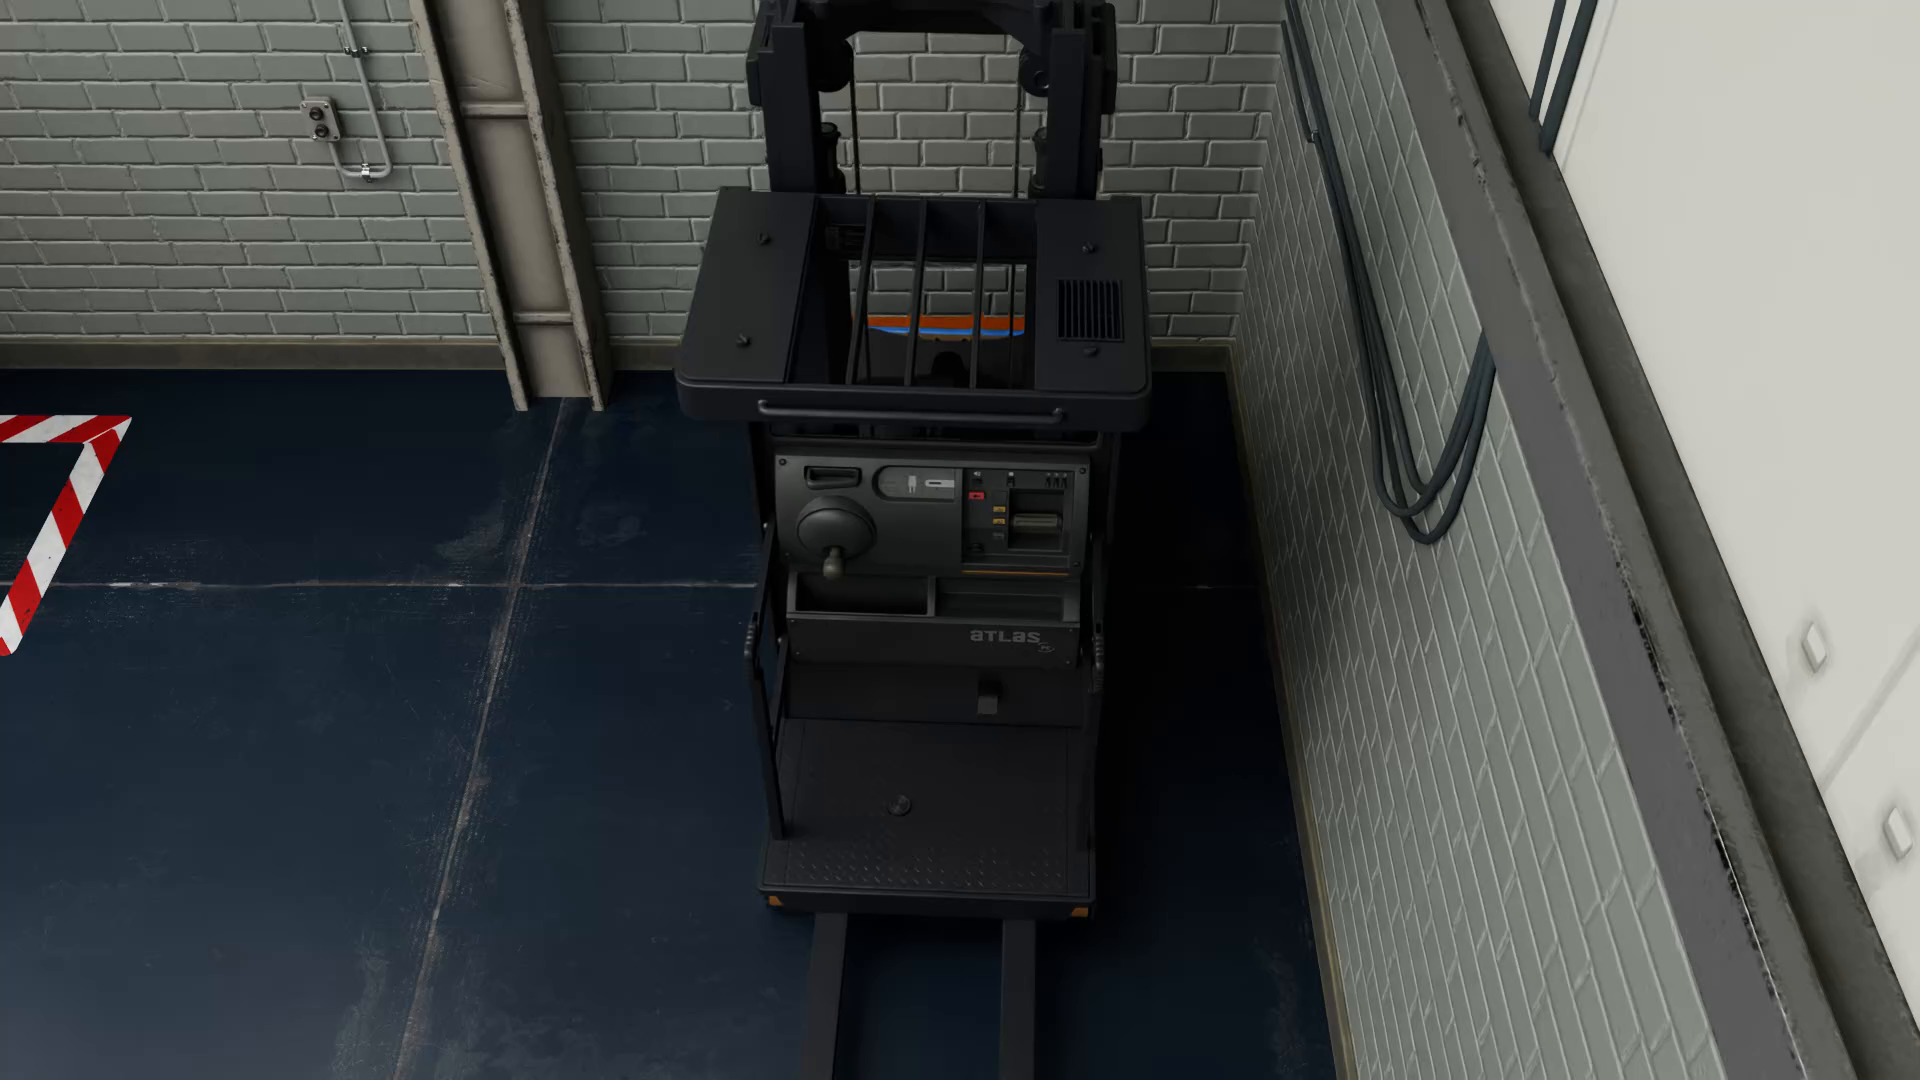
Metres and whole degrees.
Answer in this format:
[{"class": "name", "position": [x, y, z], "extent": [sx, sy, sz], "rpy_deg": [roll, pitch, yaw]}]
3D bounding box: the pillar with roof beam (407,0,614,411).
[{"class": "pillar with roof beam", "position": [-1.785, -0.601, 1.242], "extent": [0.400, 9.000, 9.100], "rpy_deg": [0, 47, 0]}]

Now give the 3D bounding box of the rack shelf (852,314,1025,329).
[{"class": "rack shelf", "position": [-0.068, -0.684, 6.688], "extent": [1.000, 0.185, 0.538], "rpy_deg": [0, 47, 0]}]

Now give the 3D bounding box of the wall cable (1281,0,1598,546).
[{"class": "wall cable", "position": [1.182, -1.791, 4.472], "extent": [0.112, 2.526, 3.097], "rpy_deg": [0, 47, 0]}]

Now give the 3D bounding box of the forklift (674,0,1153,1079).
[{"class": "forklift", "position": [-0.090, 0.028, 4.802], "extent": [1.130, 2.935, 3.031], "rpy_deg": [2, 47, 2]}]

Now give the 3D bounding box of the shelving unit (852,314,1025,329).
[{"class": "shelving unit", "position": [-0.059, -0.806, 6.557], "extent": [1.083, 1.500, 0.587], "rpy_deg": [0, 47, 0]}]

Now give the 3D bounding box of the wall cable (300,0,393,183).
[{"class": "wall cable", "position": [-3.189, -2.117, 6.058], "extent": [1.851, 1.984, 0.084], "rpy_deg": [0, 47, 0]}]
